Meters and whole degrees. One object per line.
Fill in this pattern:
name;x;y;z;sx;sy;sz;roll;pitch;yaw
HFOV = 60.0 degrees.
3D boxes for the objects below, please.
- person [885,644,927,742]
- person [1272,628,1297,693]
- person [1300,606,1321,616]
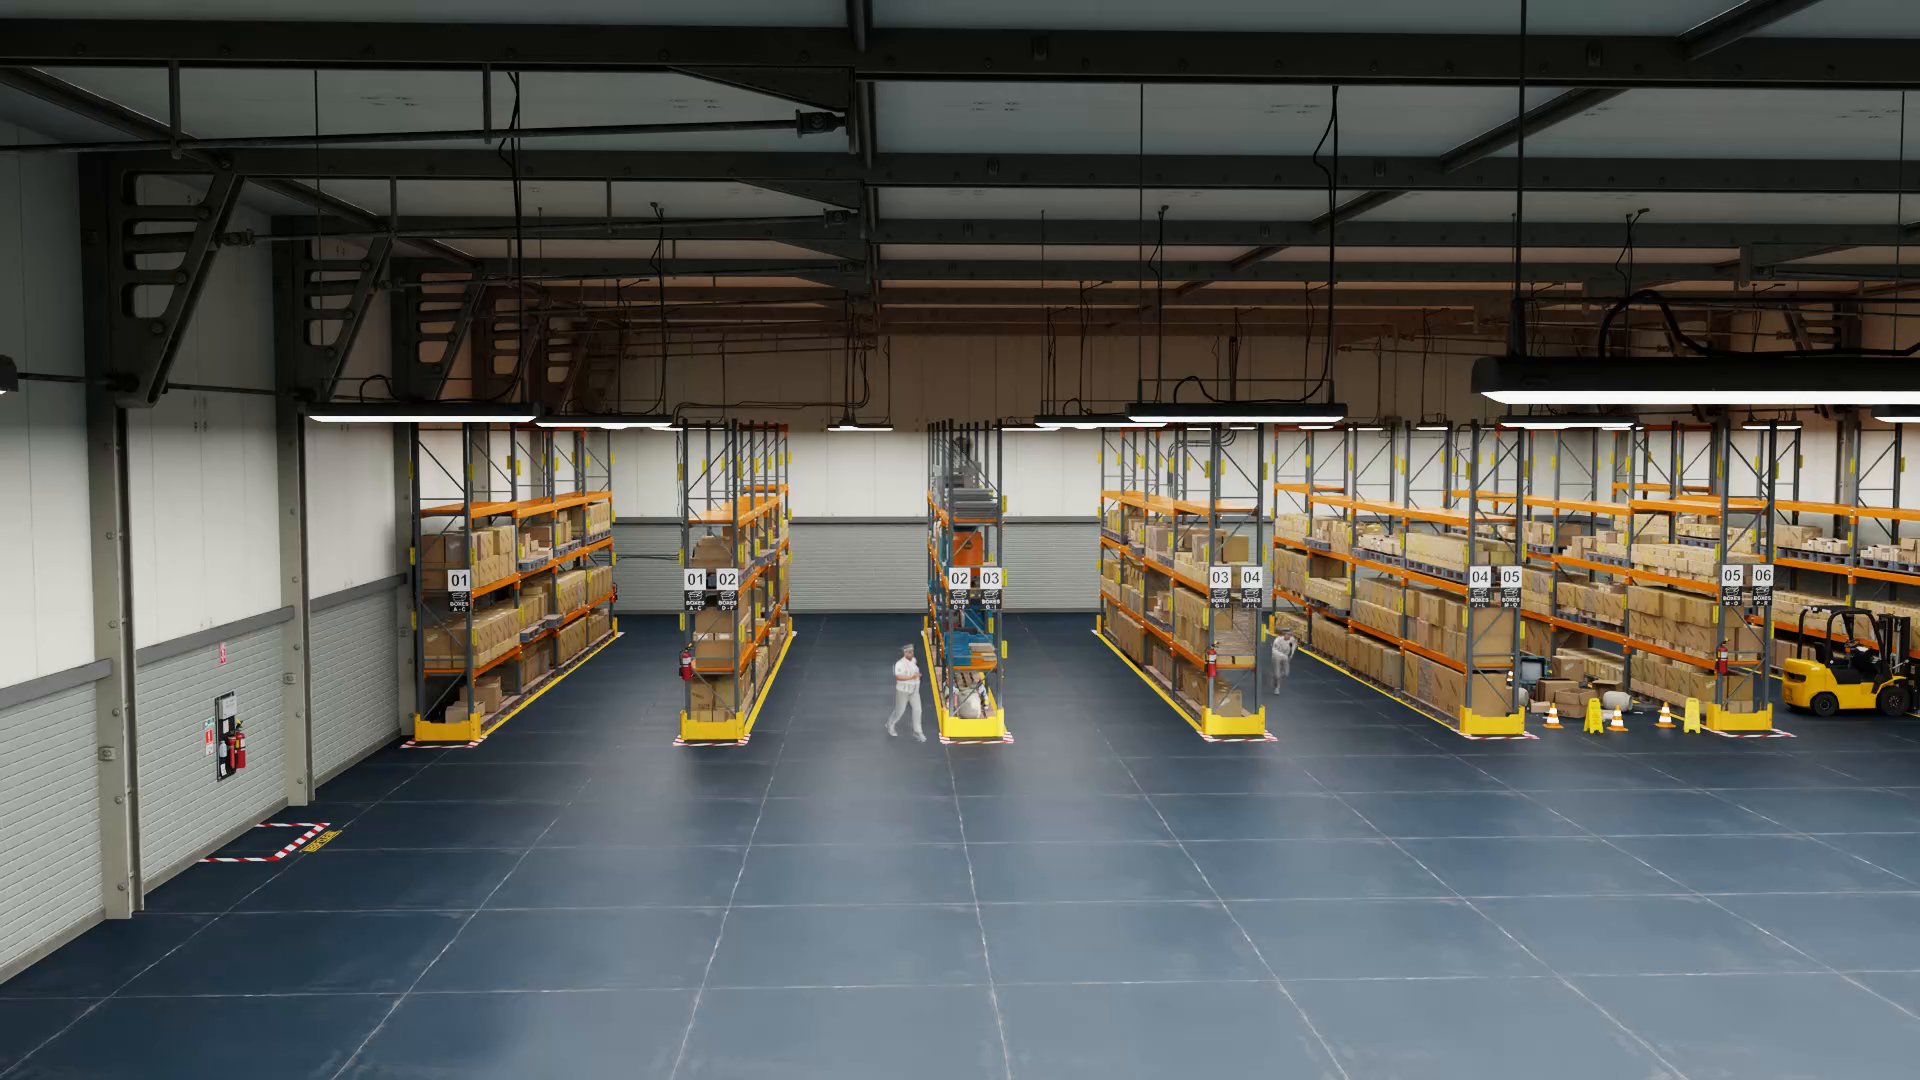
person;-1.004;2.824;31.068;0.650;1.795;0.959;-4;5;-44
person;7.131;2.650;36.525;0.639;1.491;0.748;-1;4;-14
person;10.210;1.756;48.708;0.943;1.656;0.643;2;4;29
